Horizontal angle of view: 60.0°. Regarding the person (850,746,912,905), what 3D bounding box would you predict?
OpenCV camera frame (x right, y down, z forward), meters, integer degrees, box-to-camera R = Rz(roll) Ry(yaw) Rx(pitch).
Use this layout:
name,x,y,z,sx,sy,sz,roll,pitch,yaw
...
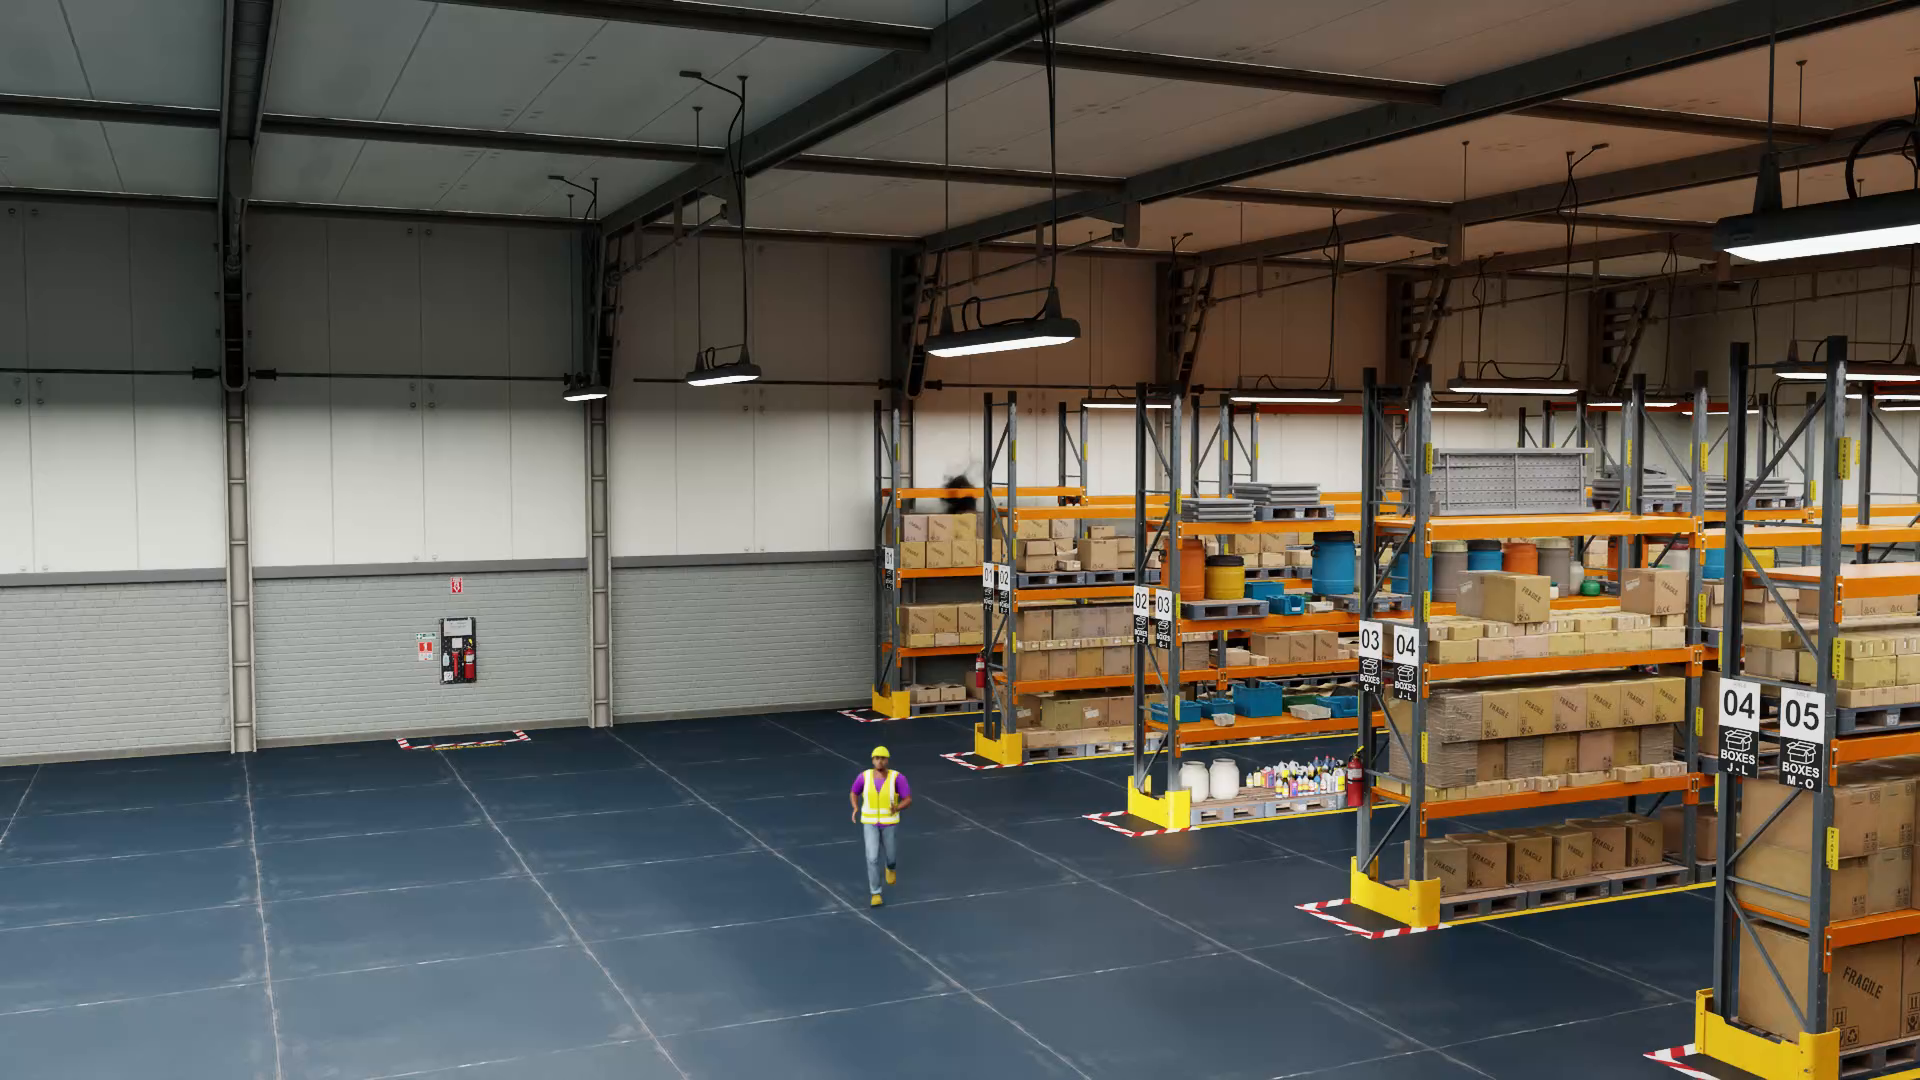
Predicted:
name,x,y,z,sx,sy,sz,roll,pitch,yaw
person,-0.903,3.200,18.831,0.714,1.739,0.846,0,3,2
